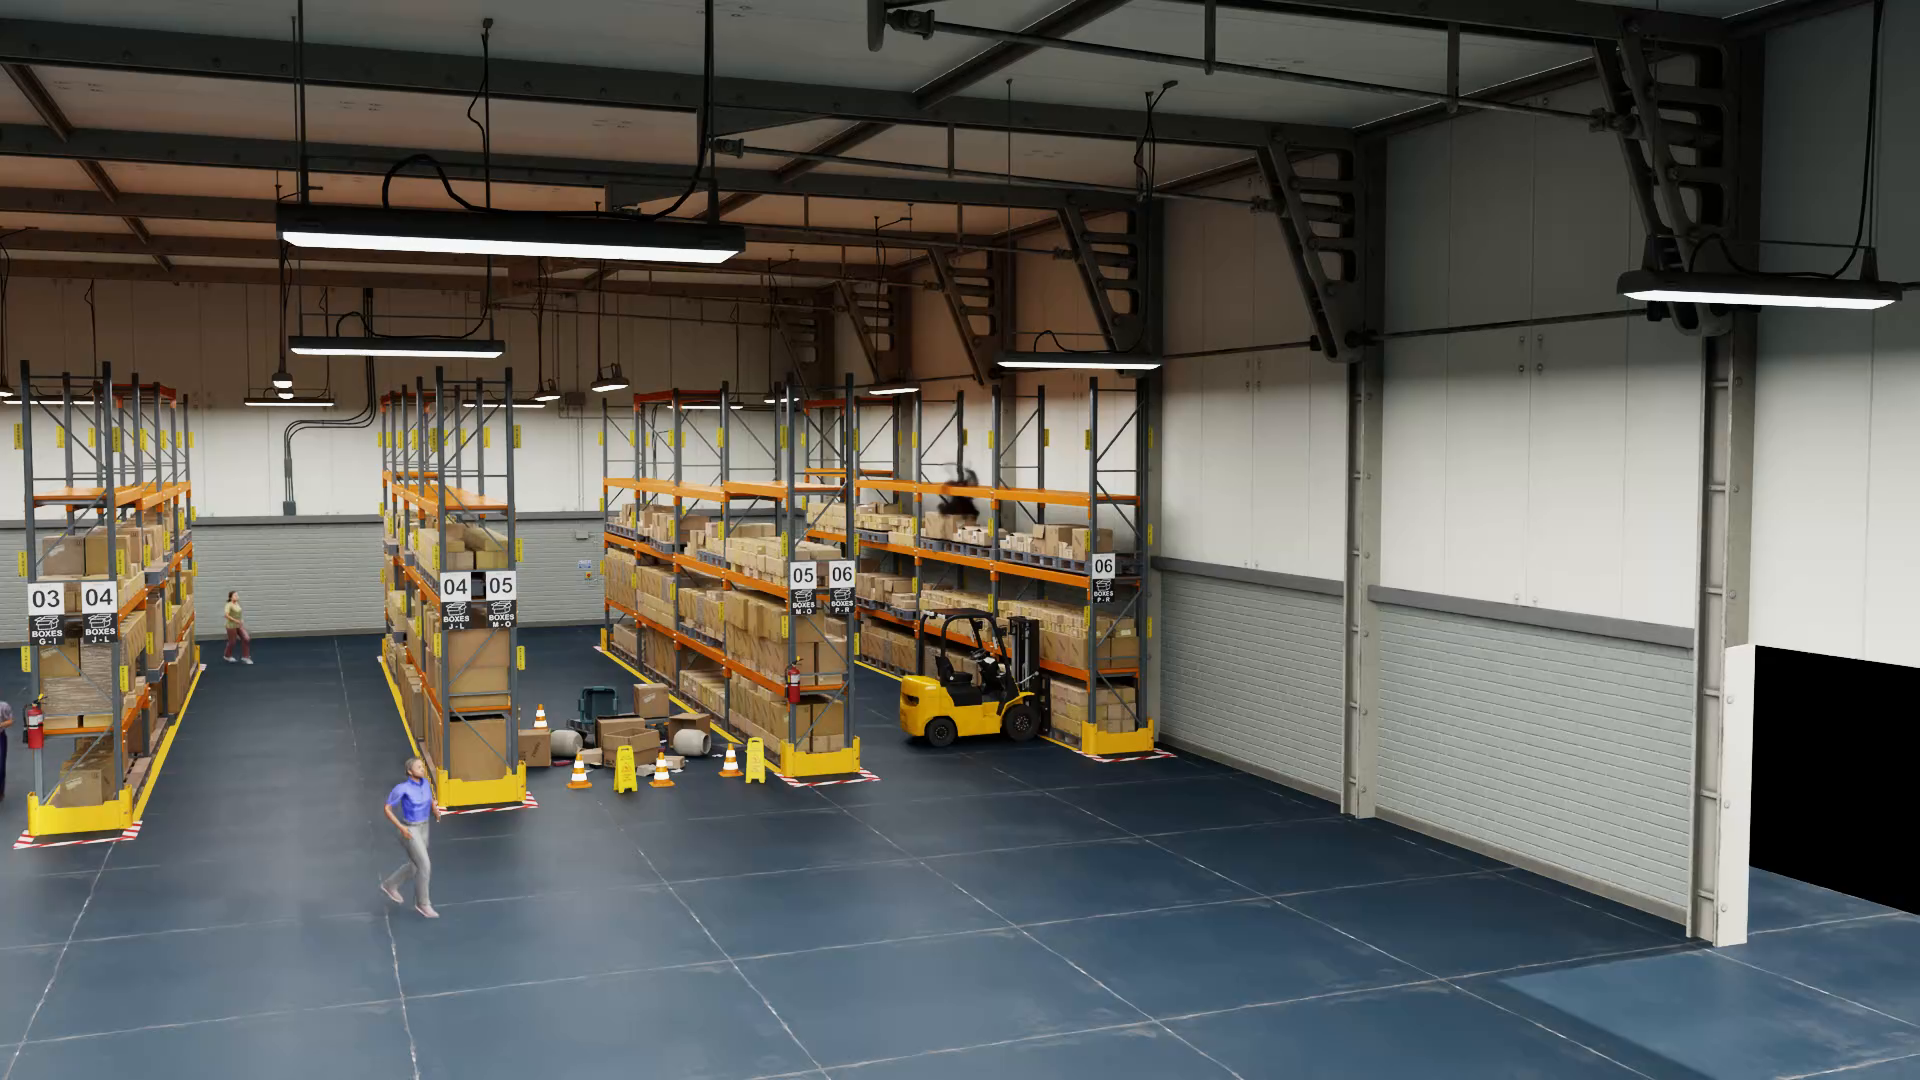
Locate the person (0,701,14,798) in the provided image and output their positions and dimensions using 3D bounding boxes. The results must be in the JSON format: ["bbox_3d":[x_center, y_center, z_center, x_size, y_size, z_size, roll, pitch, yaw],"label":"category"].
[{"bbox_3d":[-13.296,2.826,22.797,0.578,1.688,0.700,-2,4,-28],"label":"person"}]

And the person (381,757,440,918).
[{"bbox_3d":[-5.811,3.157,17.605,0.748,1.649,0.609,1,4,21],"label":"person"}]

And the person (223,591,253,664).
[{"bbox_3d":[-16.239,1.972,37.124,0.822,1.654,0.614,1,4,21],"label":"person"}]
